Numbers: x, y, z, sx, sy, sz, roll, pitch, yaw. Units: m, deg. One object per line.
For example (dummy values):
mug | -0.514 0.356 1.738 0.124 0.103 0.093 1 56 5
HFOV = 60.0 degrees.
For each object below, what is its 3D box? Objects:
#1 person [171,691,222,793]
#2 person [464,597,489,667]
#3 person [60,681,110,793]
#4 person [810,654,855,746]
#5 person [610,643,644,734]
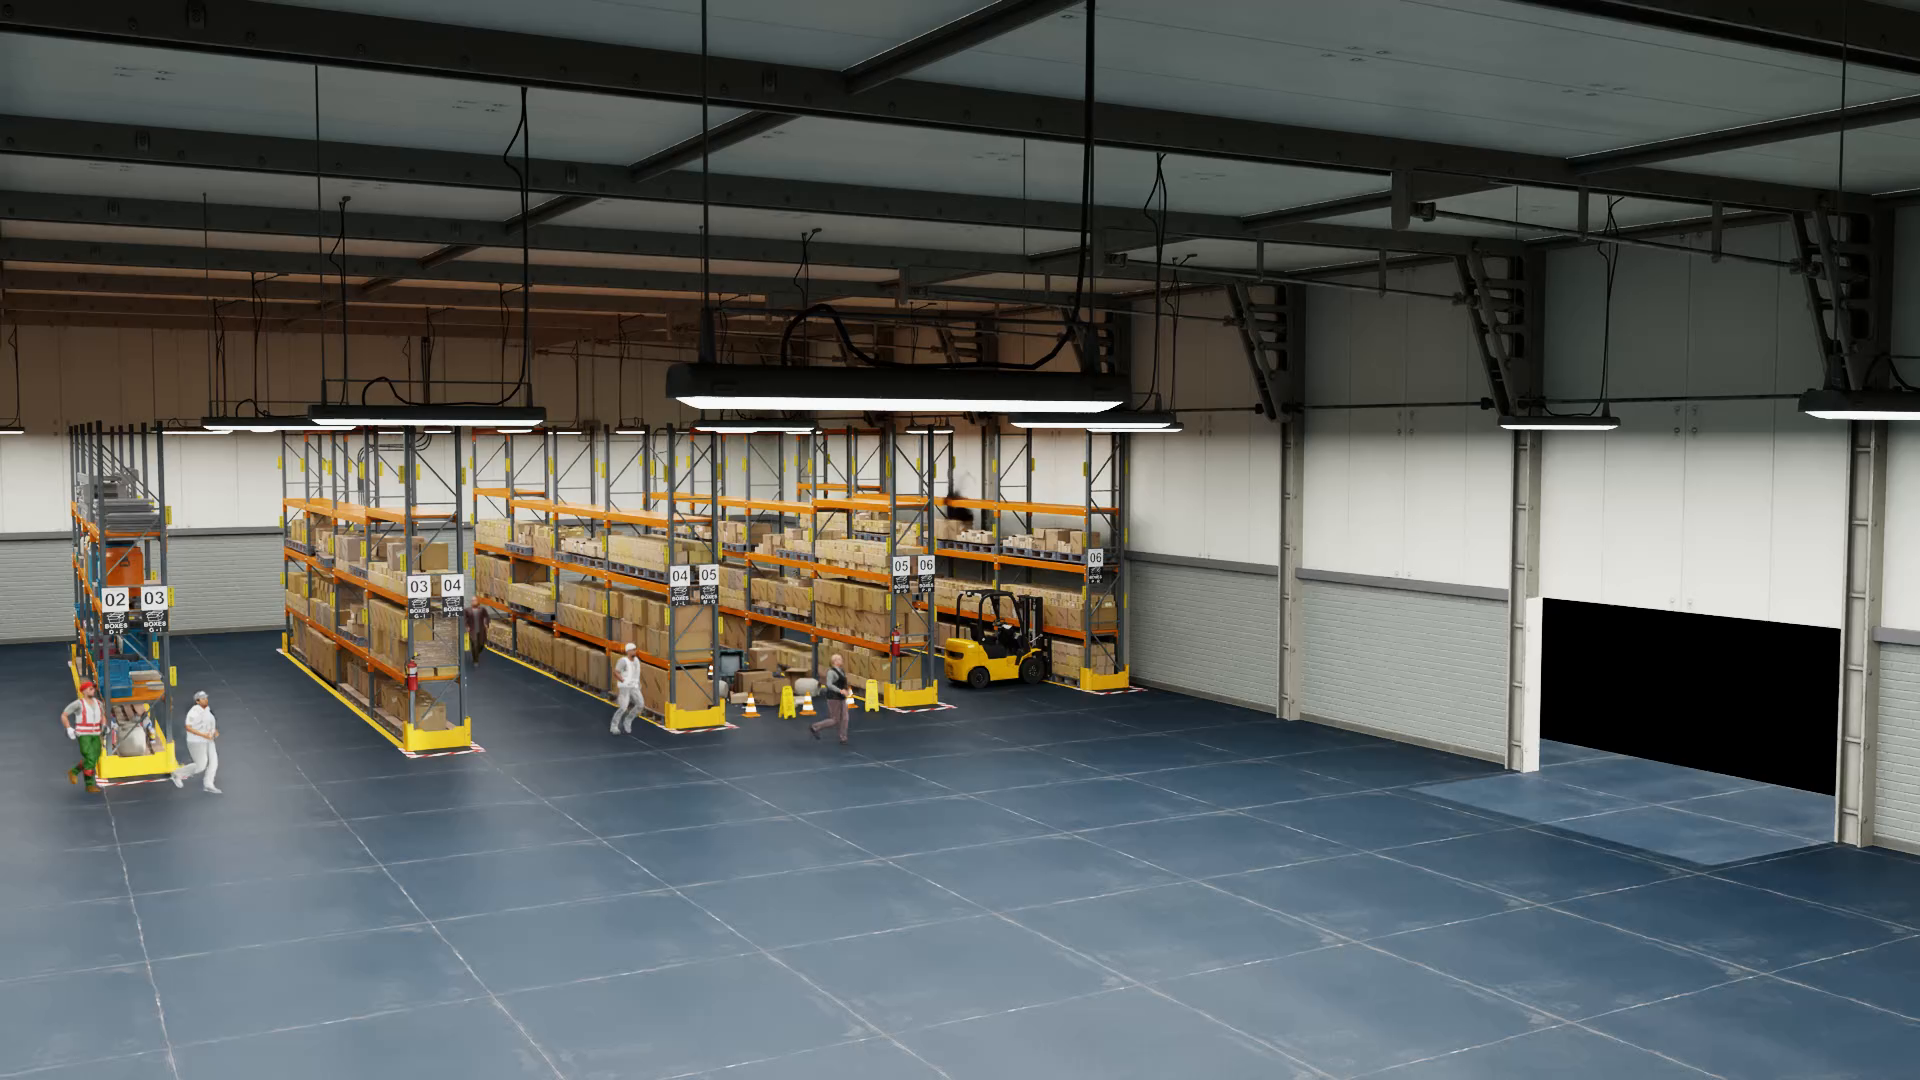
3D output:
person | -12.285 3.260 26.819 0.740 1.660 0.612 0 4 6
person | -12.119 2.291 41.600 0.711 1.744 0.600 -2 4 -24
person | -14.159 3.185 27.011 0.751 1.761 0.704 2 4 26
person | -2.333 2.975 30.920 0.788 1.716 0.669 1 4 15
person | -6.371 2.864 32.172 0.602 1.738 0.745 2 4 34
